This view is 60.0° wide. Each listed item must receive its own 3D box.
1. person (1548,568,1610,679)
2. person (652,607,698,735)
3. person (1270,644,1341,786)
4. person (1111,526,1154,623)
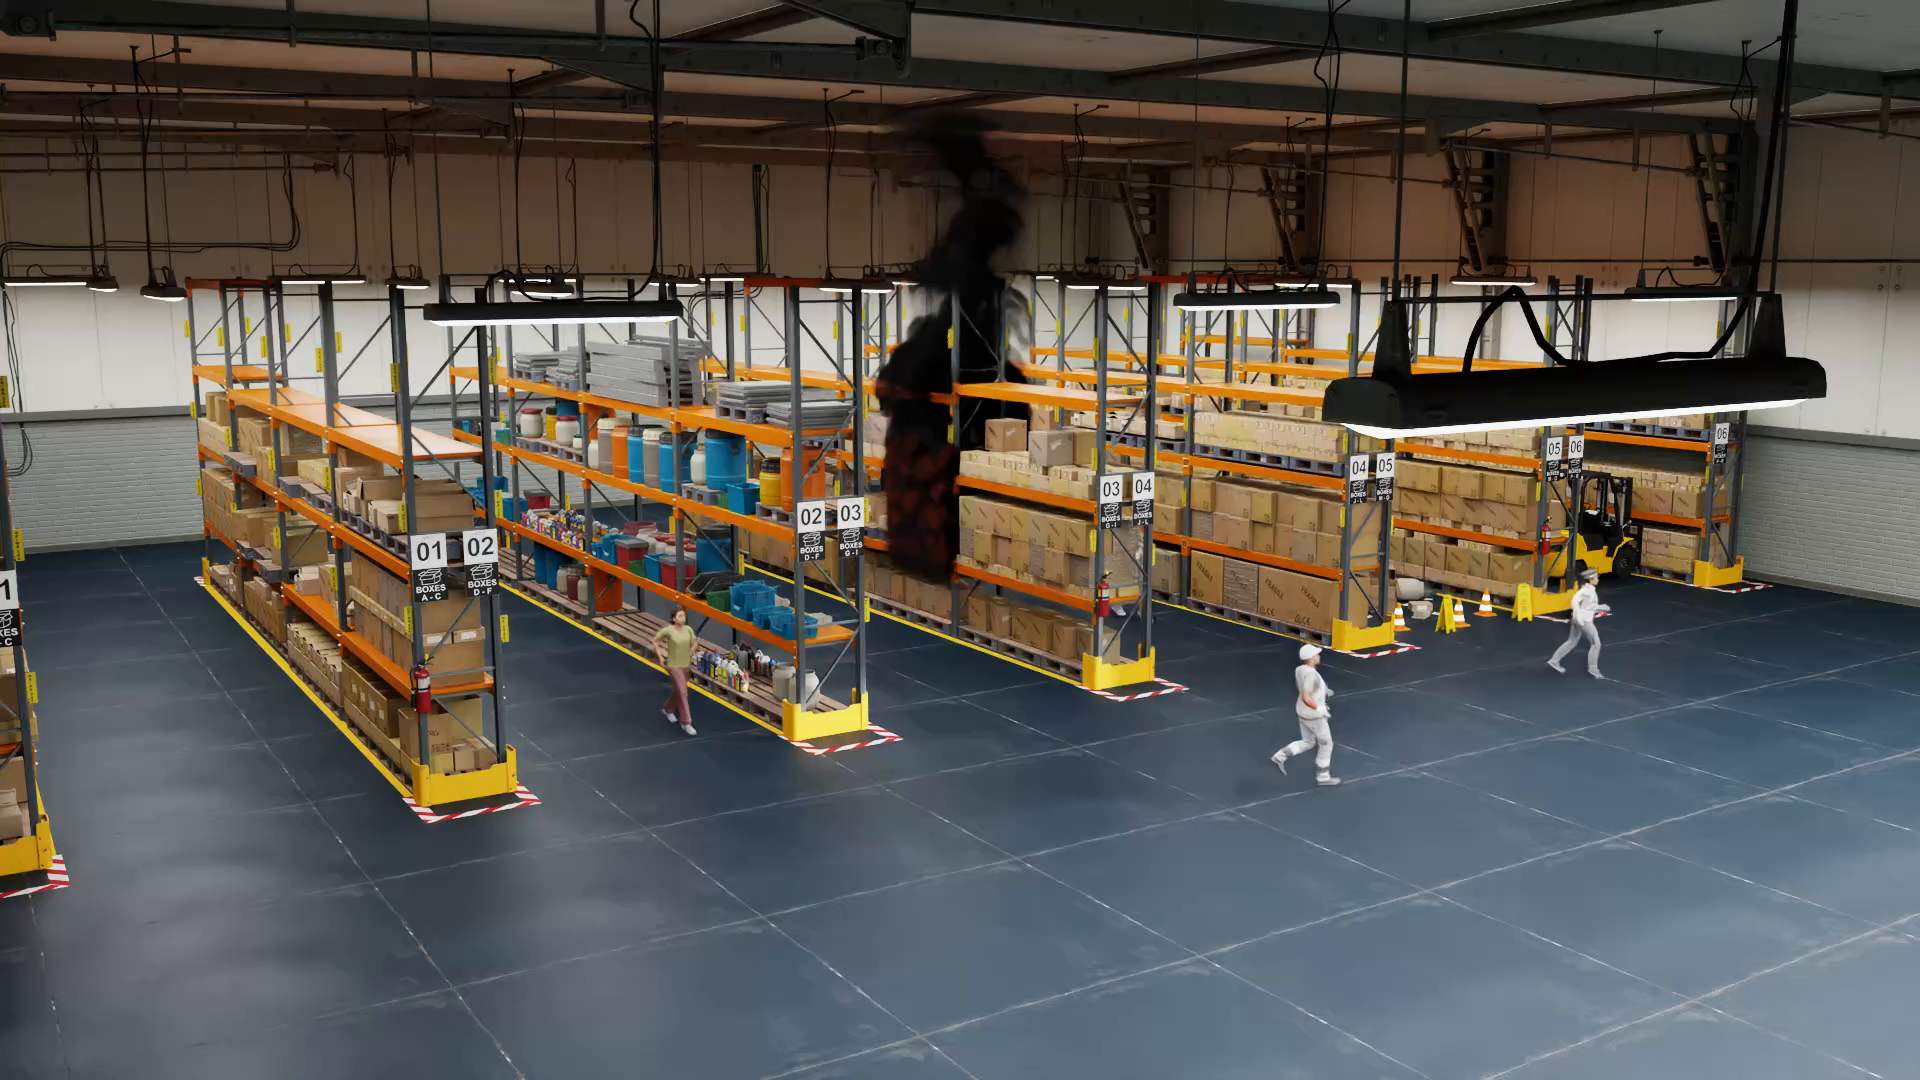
[{"bbox_3d":[9.492,1.278,25.443,0.870,1.728,0.541,1,10,9],"label":"person"},{"bbox_3d":[-3.811,1.730,22.562,0.882,1.680,0.578,9,13,44],"label":"person"},{"bbox_3d":[4.233,2.121,20.118,0.829,1.760,0.669,-1,10,-7],"label":"person"},{"bbox_3d":[3.063,0.546,29.428,0.643,1.835,0.936,-7,12,-35],"label":"person"}]
